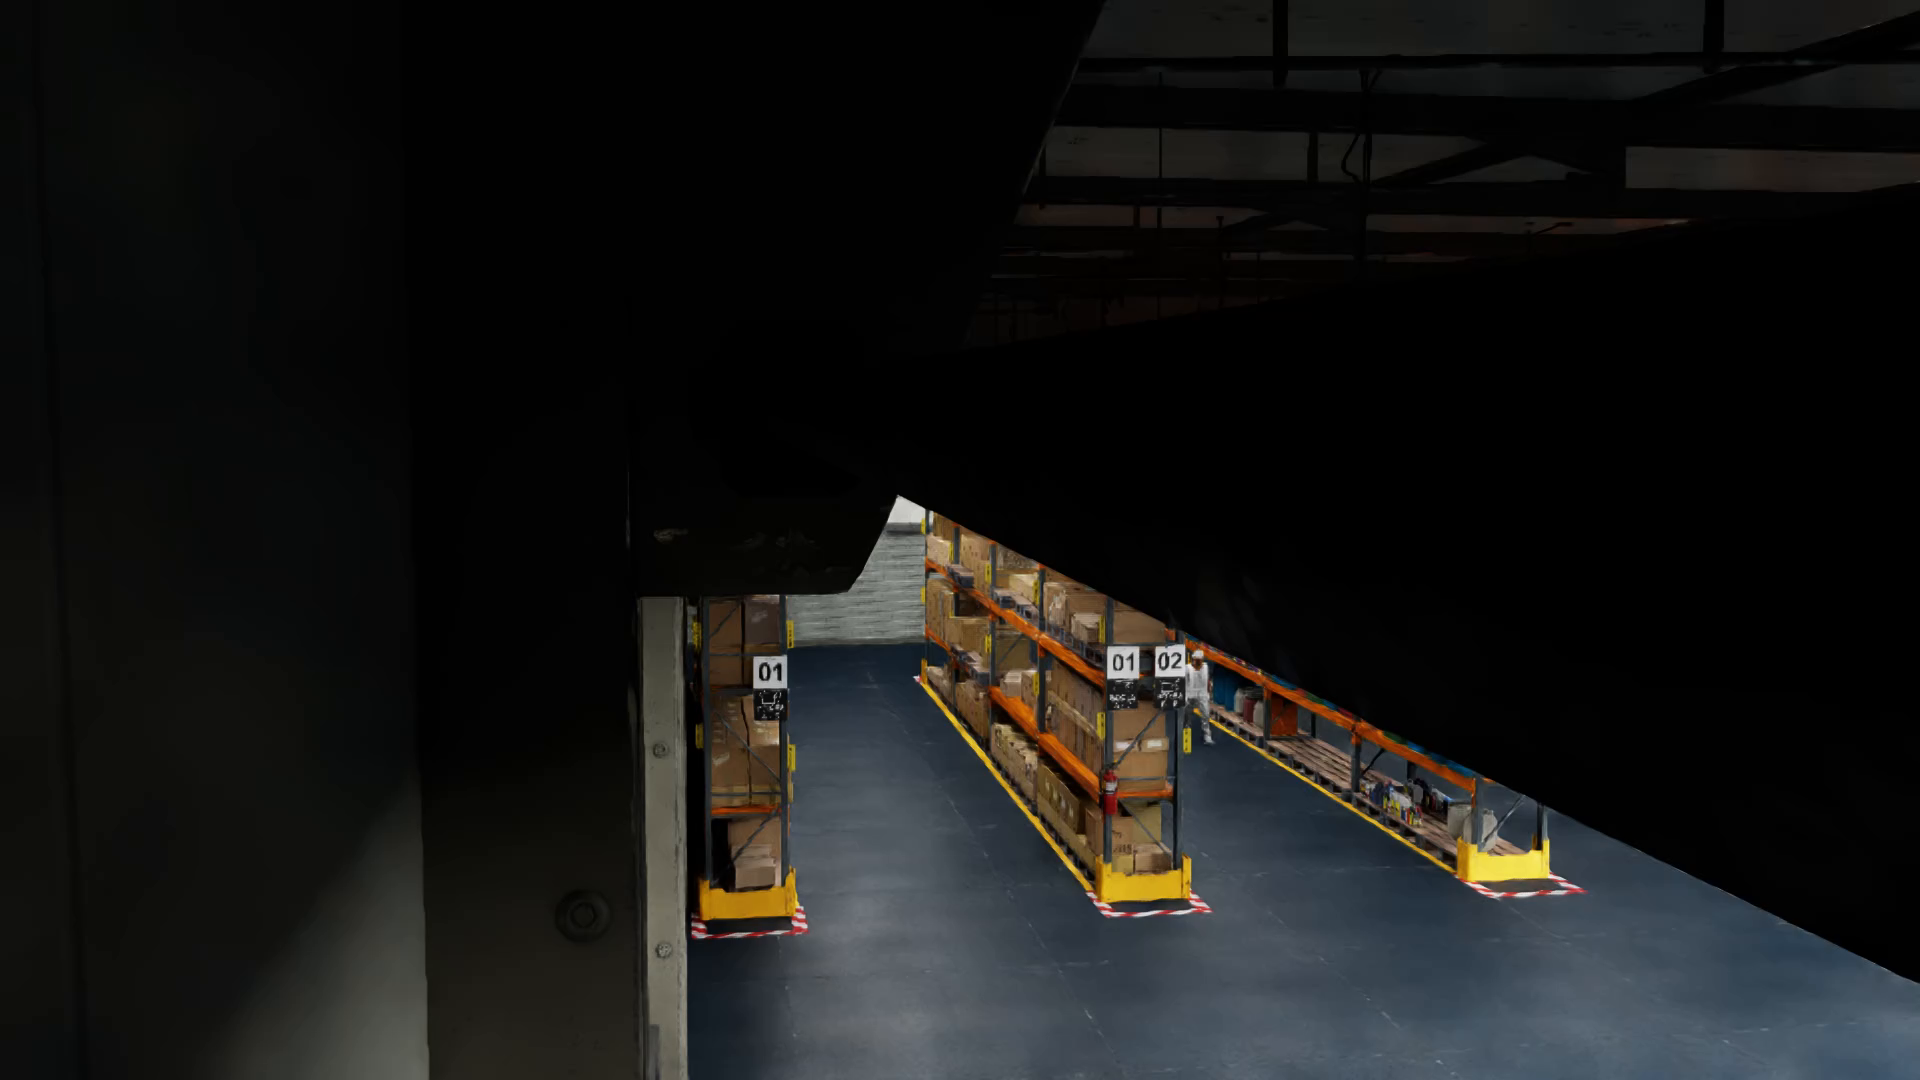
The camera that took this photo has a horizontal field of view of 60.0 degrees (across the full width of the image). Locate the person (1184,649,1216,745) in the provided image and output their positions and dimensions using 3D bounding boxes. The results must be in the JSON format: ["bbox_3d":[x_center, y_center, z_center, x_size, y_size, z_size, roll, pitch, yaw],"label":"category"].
[{"bbox_3d":[4.291,2.814,30.161,0.566,1.706,1.122,-1,5,-7],"label":"person"}]
